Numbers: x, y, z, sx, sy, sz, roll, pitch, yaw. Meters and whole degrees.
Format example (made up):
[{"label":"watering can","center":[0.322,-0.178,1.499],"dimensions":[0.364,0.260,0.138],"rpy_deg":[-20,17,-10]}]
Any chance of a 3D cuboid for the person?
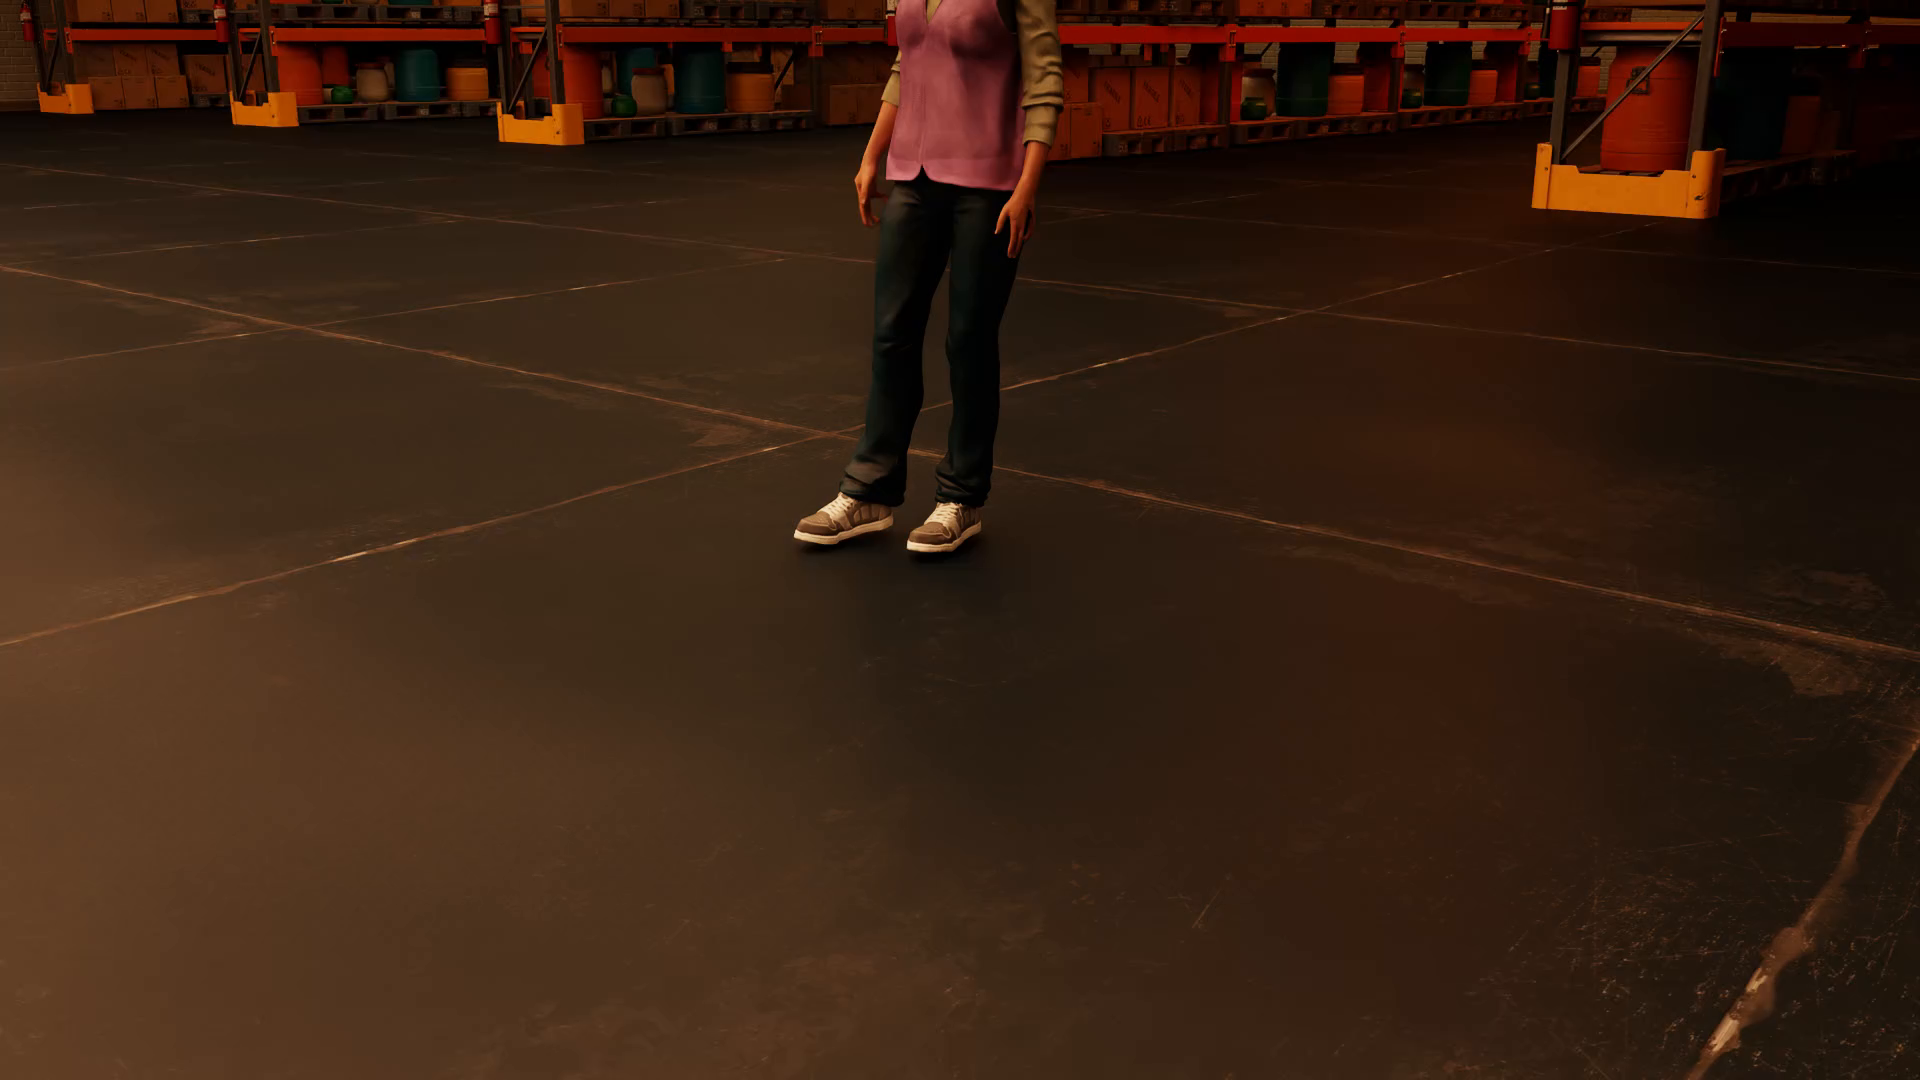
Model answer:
[{"label":"person","center":[-0.058,-0.757,3.662],"dimensions":[0.520,1.596,0.476],"rpy_deg":[13,21,37]}]
